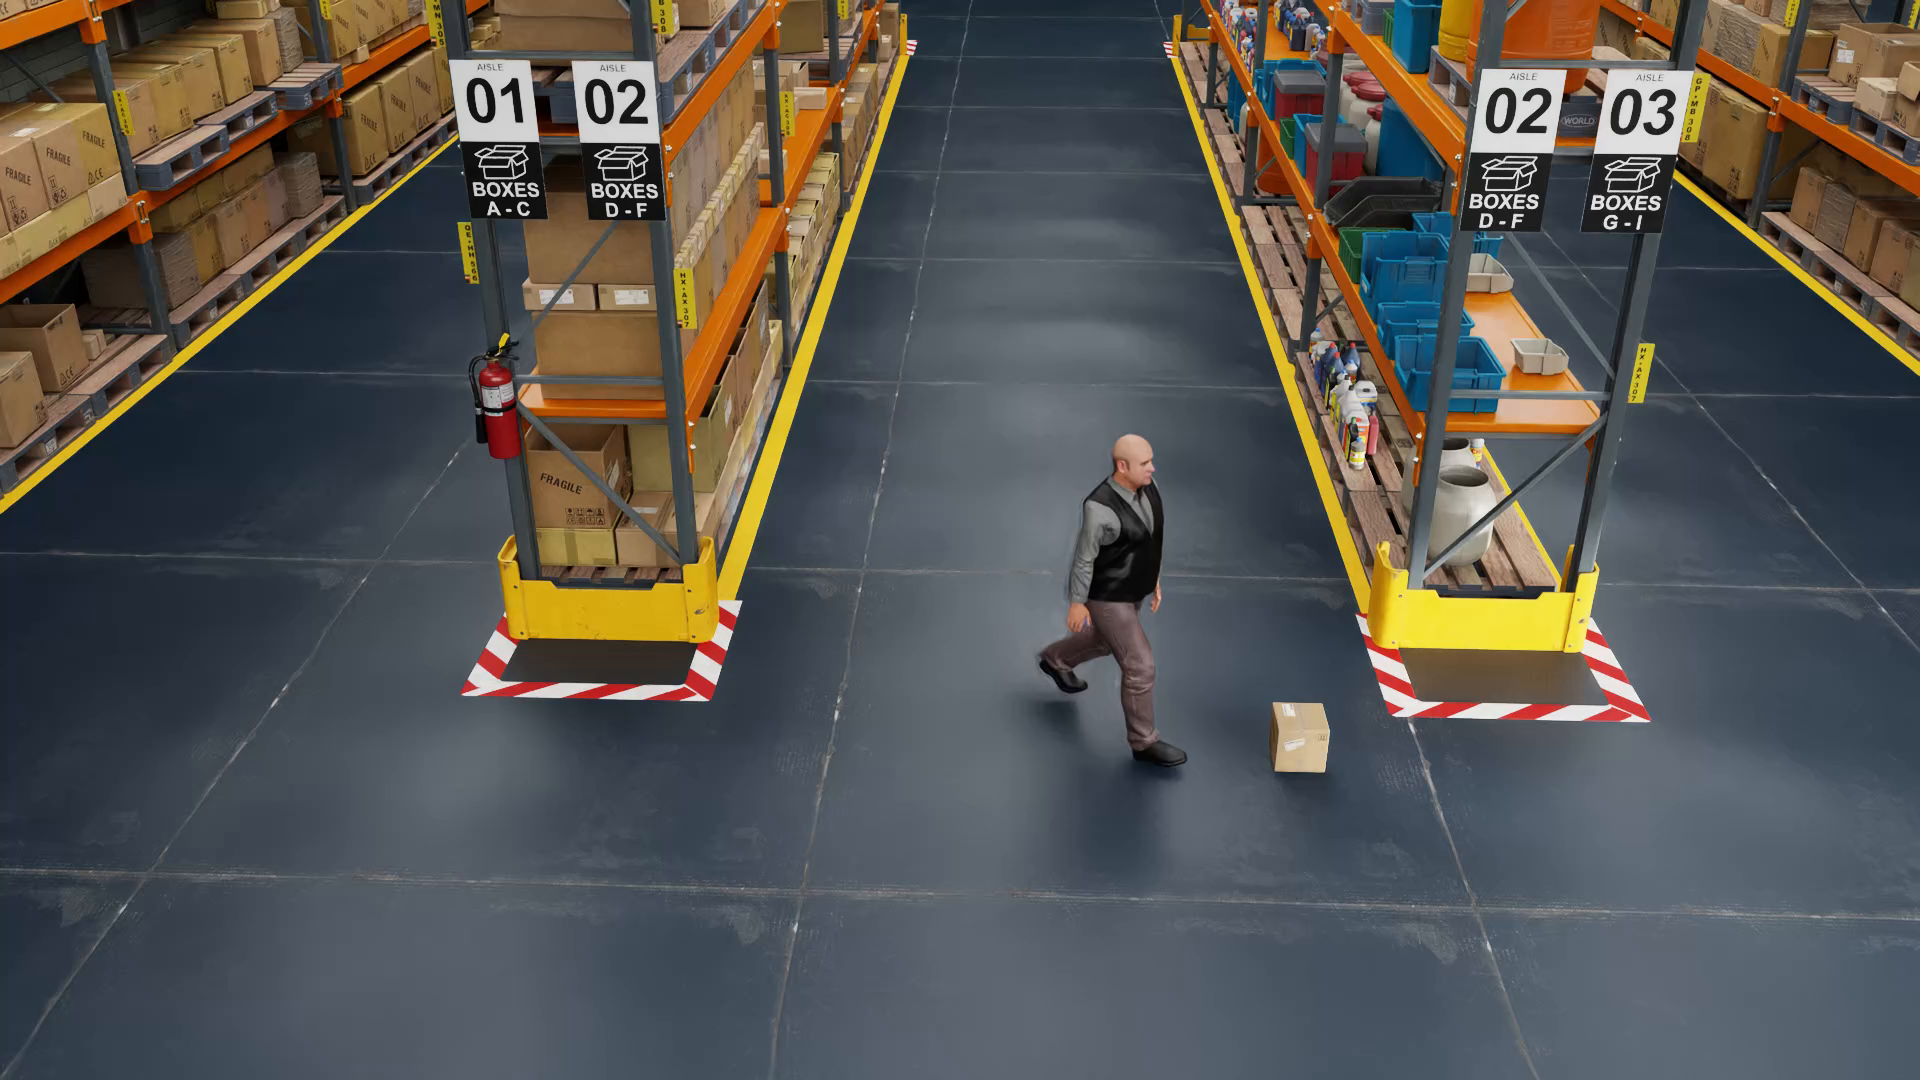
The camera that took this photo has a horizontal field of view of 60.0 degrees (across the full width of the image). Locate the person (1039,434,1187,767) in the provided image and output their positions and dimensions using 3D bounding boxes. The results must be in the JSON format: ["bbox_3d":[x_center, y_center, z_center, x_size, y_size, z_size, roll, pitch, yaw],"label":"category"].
[{"bbox_3d":[0.760,0.238,8.213,1.018,1.684,0.555,18,33,31],"label":"person"}]
